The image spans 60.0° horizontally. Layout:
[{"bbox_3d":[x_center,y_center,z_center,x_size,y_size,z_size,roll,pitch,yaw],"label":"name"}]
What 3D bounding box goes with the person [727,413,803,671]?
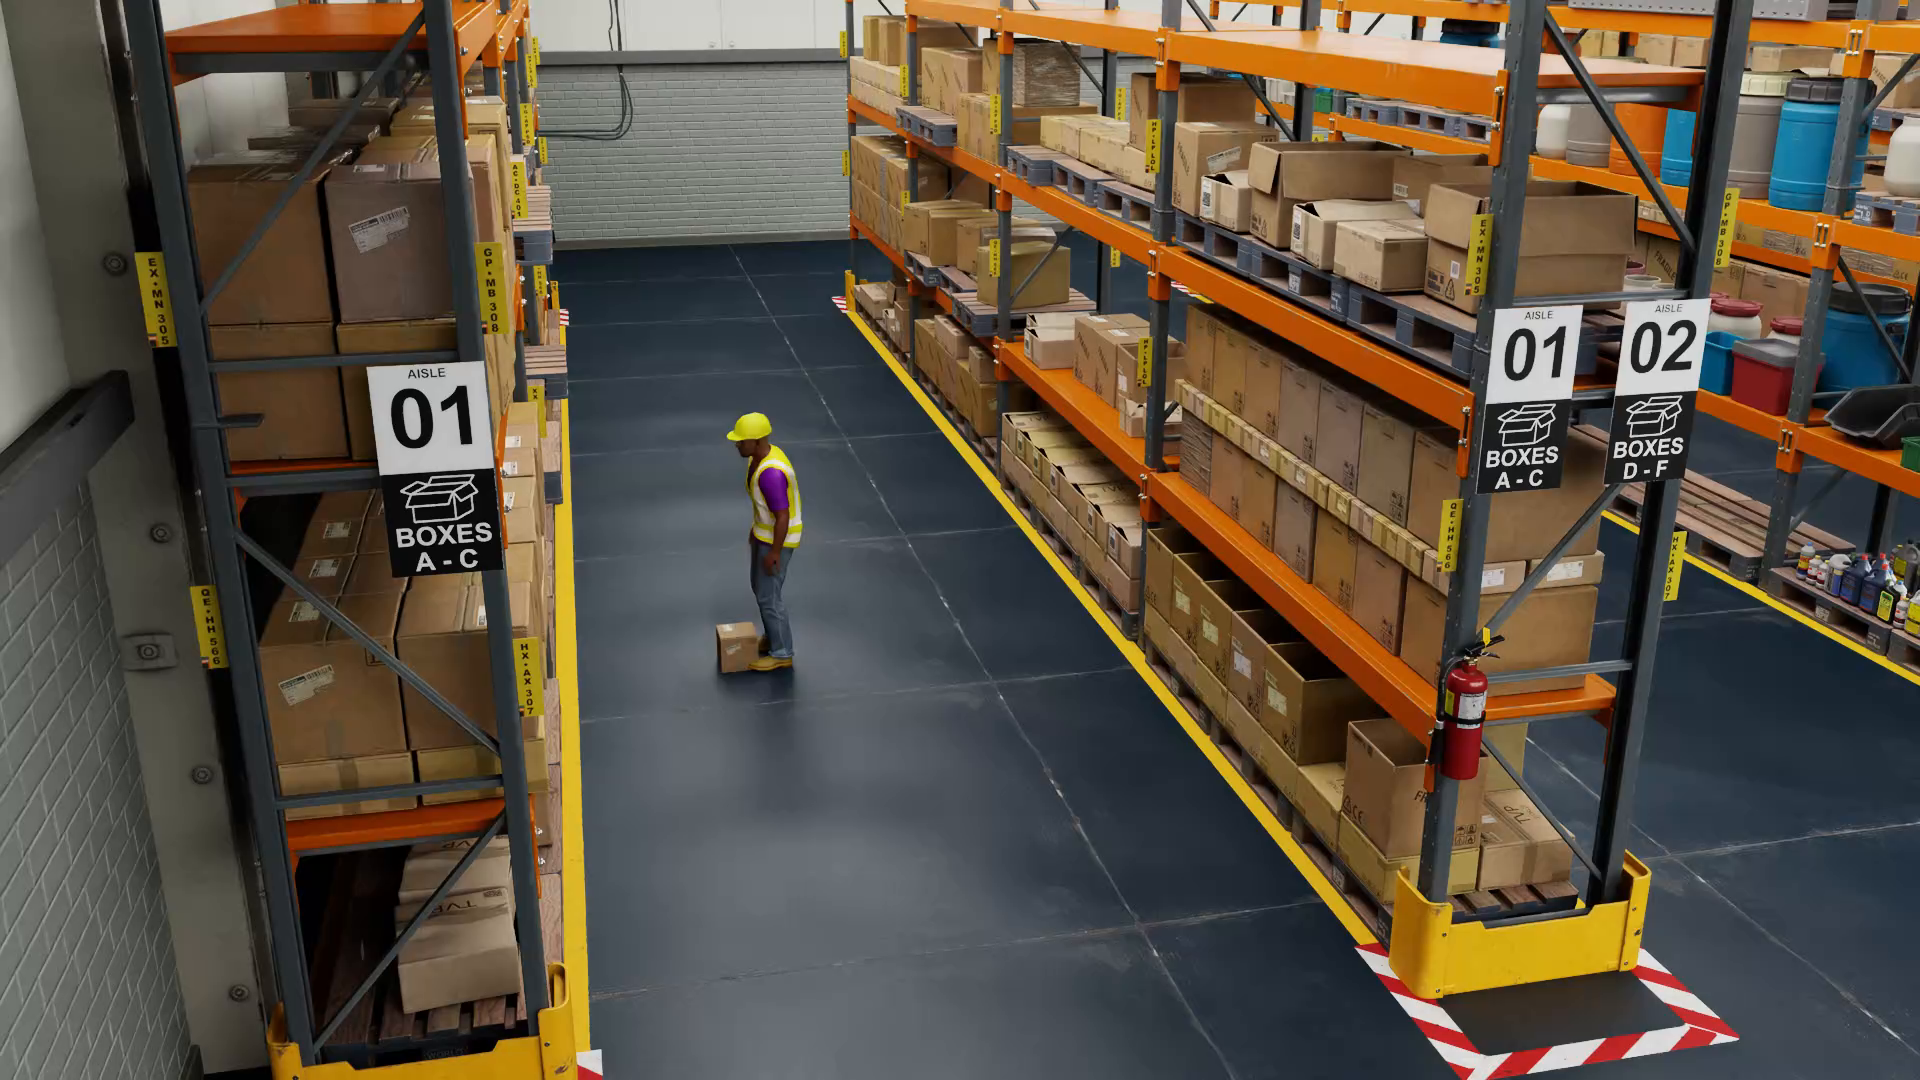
[{"bbox_3d":[-1.288,-0.004,11.057,0.461,1.759,0.628,-6,20,-15],"label":"person"}]
